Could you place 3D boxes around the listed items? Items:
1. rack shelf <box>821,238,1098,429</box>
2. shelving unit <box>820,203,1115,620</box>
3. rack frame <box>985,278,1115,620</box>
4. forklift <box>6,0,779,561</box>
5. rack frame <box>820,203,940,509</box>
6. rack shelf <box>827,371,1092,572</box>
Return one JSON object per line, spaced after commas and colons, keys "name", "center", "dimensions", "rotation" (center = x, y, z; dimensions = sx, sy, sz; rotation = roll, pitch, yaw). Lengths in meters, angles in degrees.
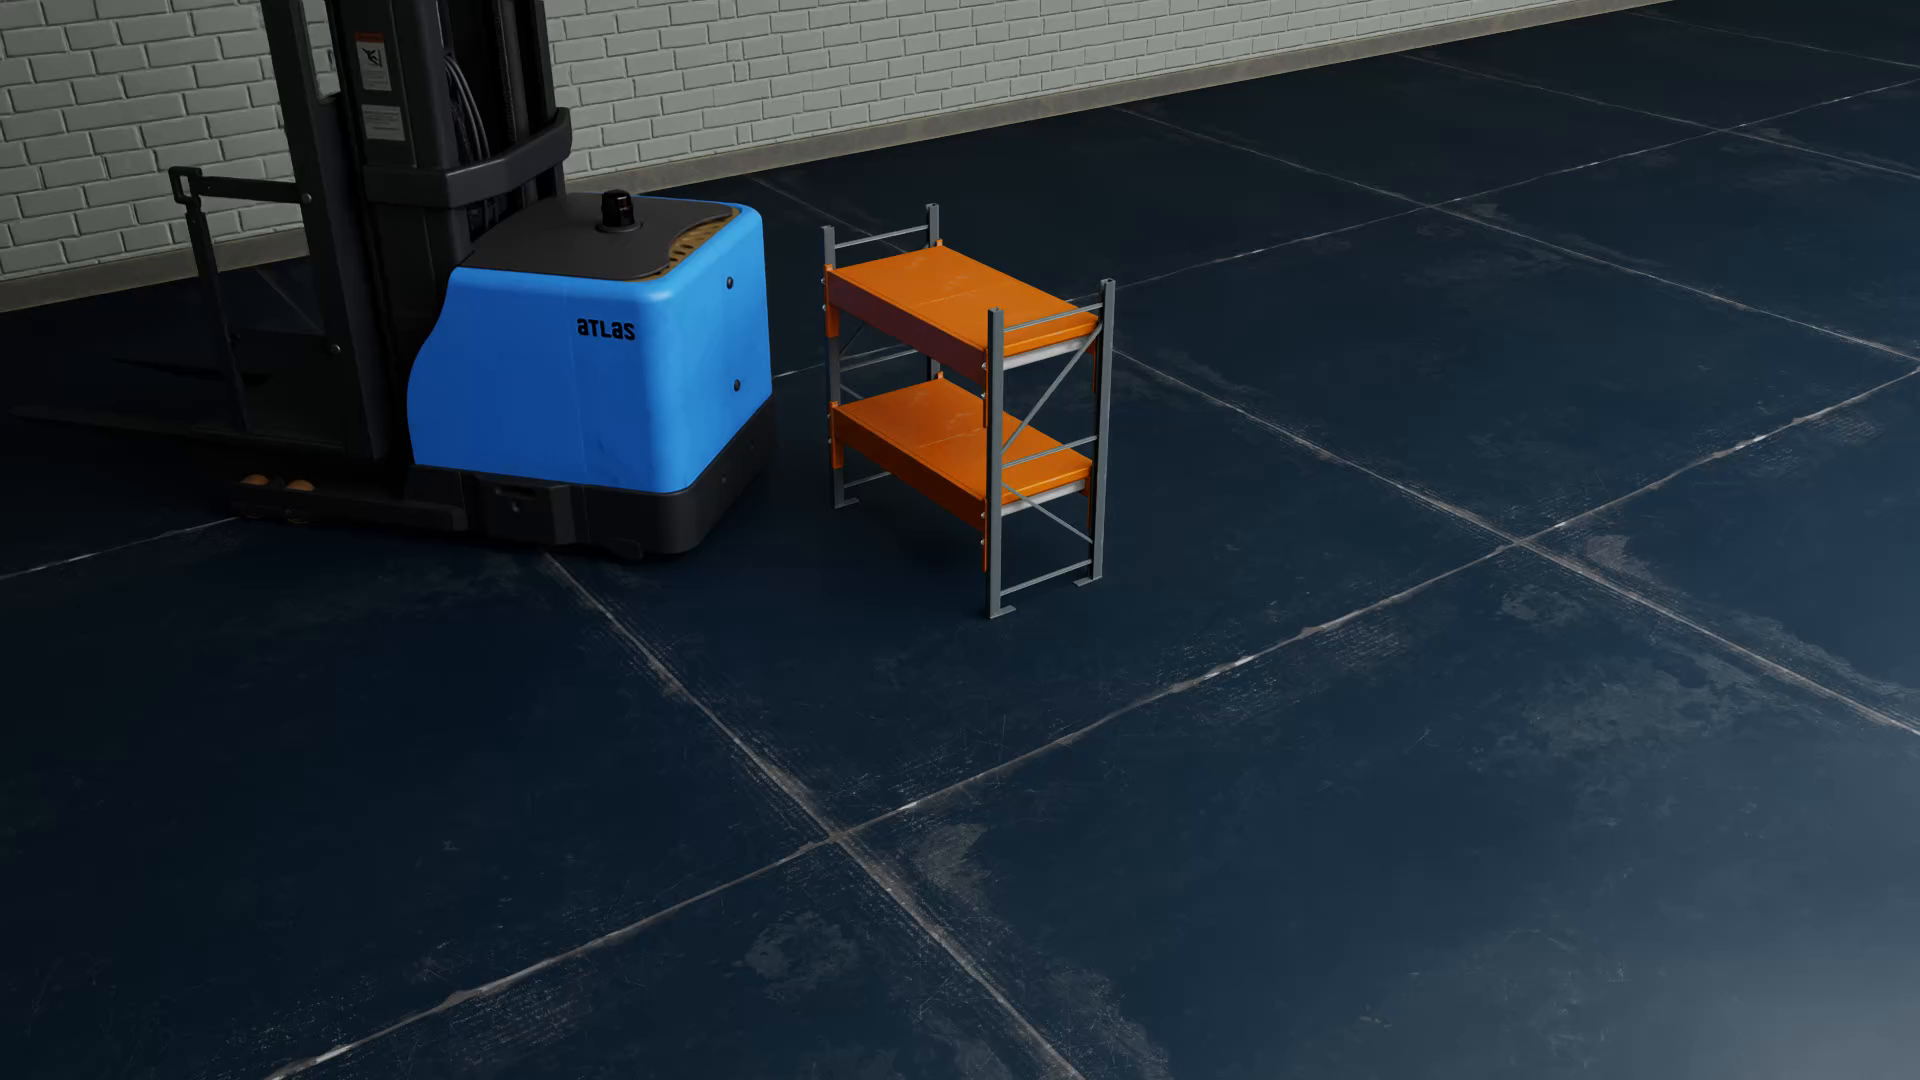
{"name": "rack shelf", "center": [0.004, -0.749, 5.837], "dimensions": [0.538, 0.278, 1.000], "rotation": [-19, 34, -31]}
{"name": "shelving unit", "center": [0.004, -0.492, 5.977], "dimensions": [0.538, 1.125, 1.048], "rotation": [-19, 34, -31]}
{"name": "rack frame", "center": [0.299, -0.294, 5.613], "dimensions": [0.500, 1.125, 0.032], "rotation": [-19, 34, -31]}
{"name": "forklift", "center": [-2.316, -1.583, 6.094], "dimensions": [3.031, 2.935, 1.130], "rotation": [7, 29, 13]}
{"name": "rack frame", "center": [-0.291, -0.689, 6.341], "dimensions": [0.500, 1.125, 0.032], "rotation": [-19, 34, -31]}
{"name": "rack shelf", "center": [0.004, -0.277, 6.093], "dimensions": [0.538, 0.278, 1.000], "rotation": [-19, 34, -31]}
